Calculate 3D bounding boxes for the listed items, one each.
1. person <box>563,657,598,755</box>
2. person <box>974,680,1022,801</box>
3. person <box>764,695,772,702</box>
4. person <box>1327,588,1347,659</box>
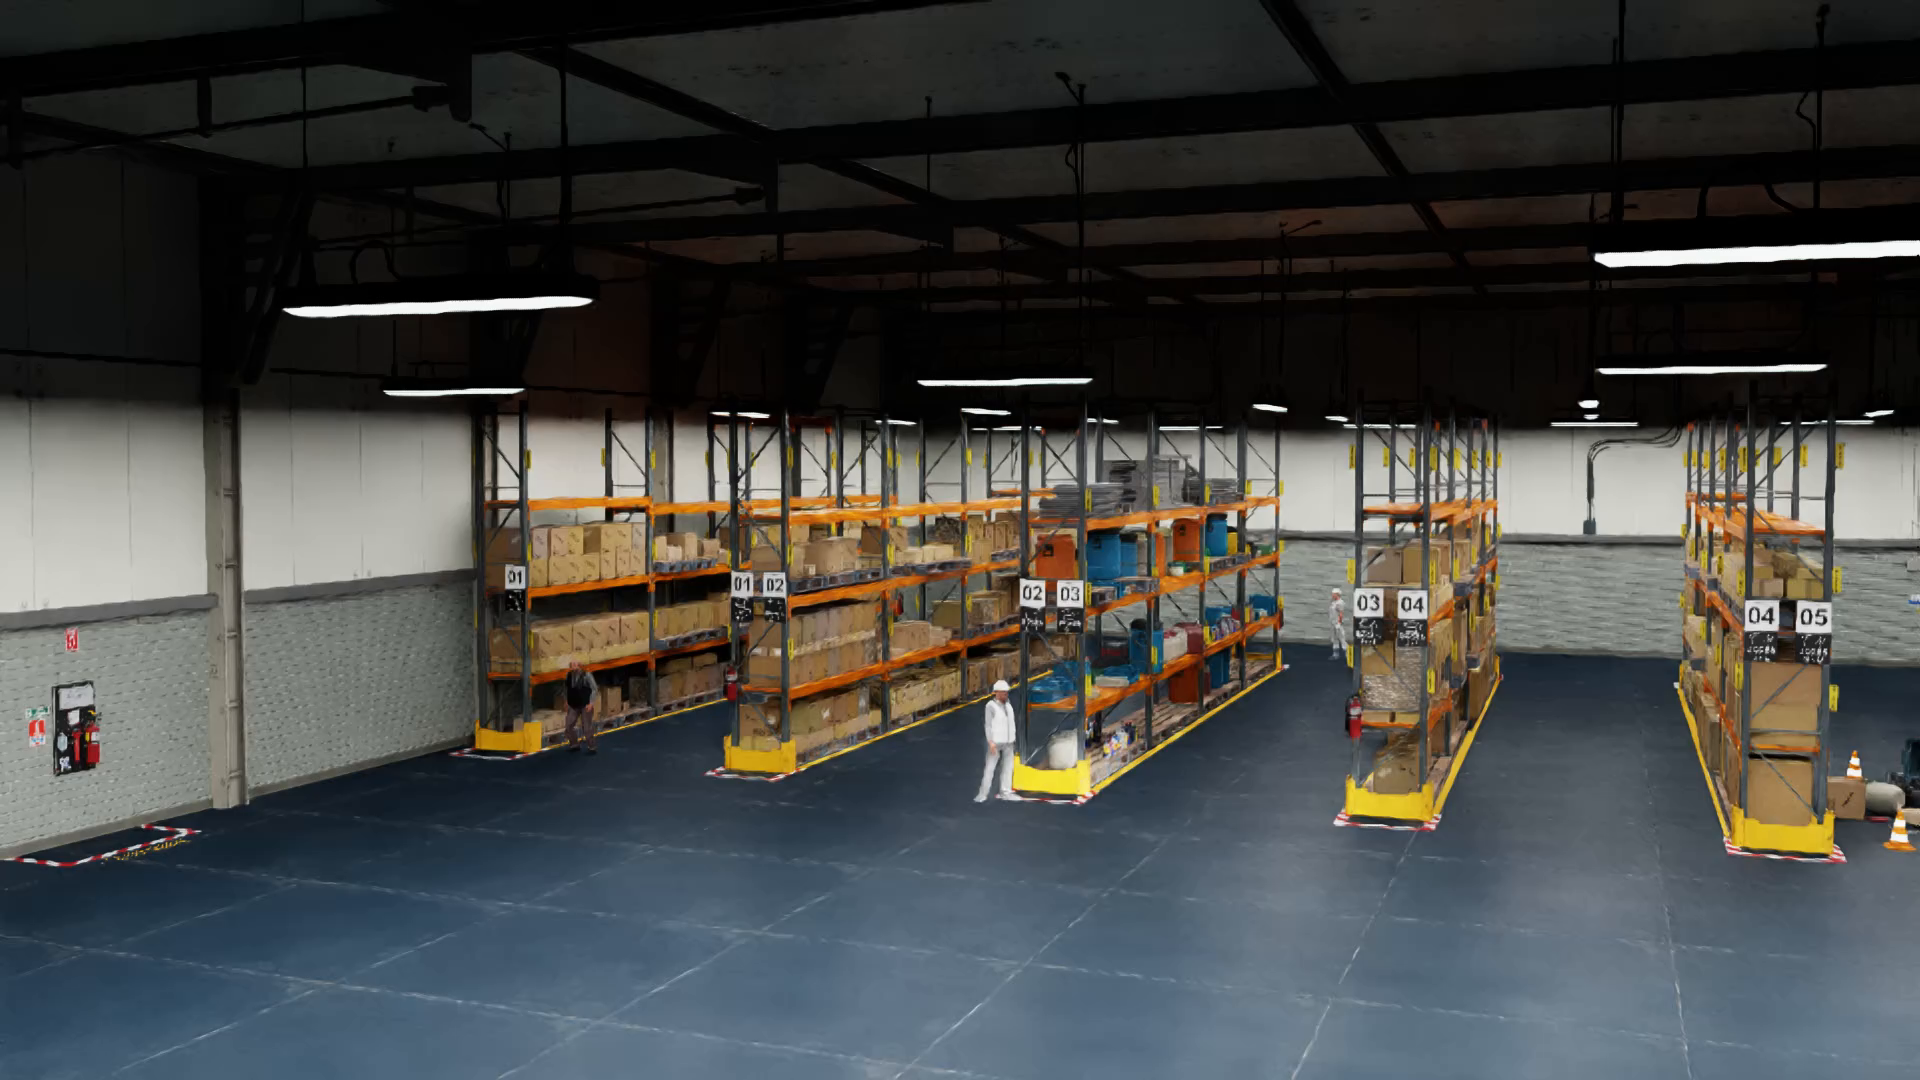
[{"bbox_3d":[-6.421,2.805,28.121,0.677,1.671,0.534,1,3,19],"label":"person"},{"bbox_3d":[0.531,2.935,24.269,0.690,1.774,0.440,-2,3,-36],"label":"person"},{"bbox_3d":[-3.586,2.558,32.420,0.577,1.733,1.042,1,3,20],"label":"person"},{"bbox_3d":[9.495,2.098,41.569,0.485,1.787,0.735,0,3,-10],"label":"person"}]
